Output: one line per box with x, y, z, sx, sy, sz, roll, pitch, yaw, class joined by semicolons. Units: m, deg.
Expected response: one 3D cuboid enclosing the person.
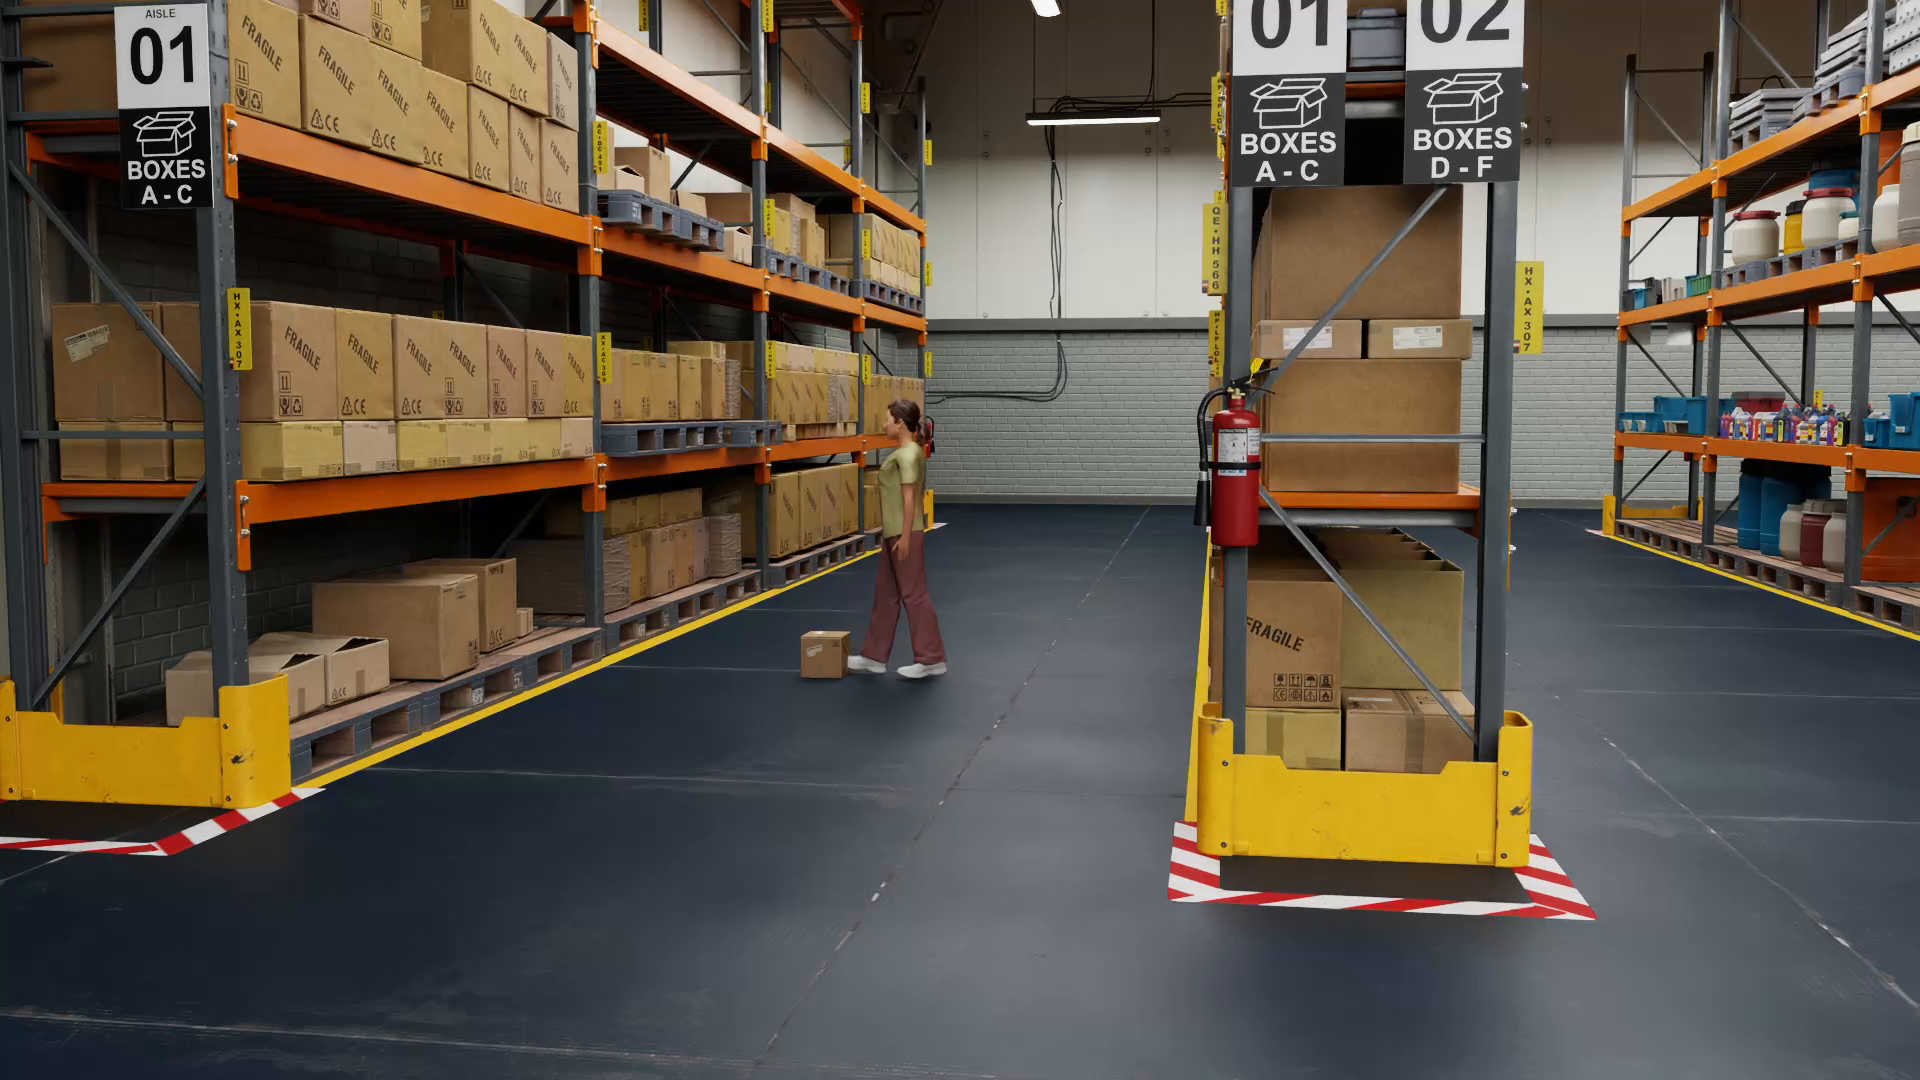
-0.411;-0.015;9.967;0.668;1.664;0.451;0;5;1;person
